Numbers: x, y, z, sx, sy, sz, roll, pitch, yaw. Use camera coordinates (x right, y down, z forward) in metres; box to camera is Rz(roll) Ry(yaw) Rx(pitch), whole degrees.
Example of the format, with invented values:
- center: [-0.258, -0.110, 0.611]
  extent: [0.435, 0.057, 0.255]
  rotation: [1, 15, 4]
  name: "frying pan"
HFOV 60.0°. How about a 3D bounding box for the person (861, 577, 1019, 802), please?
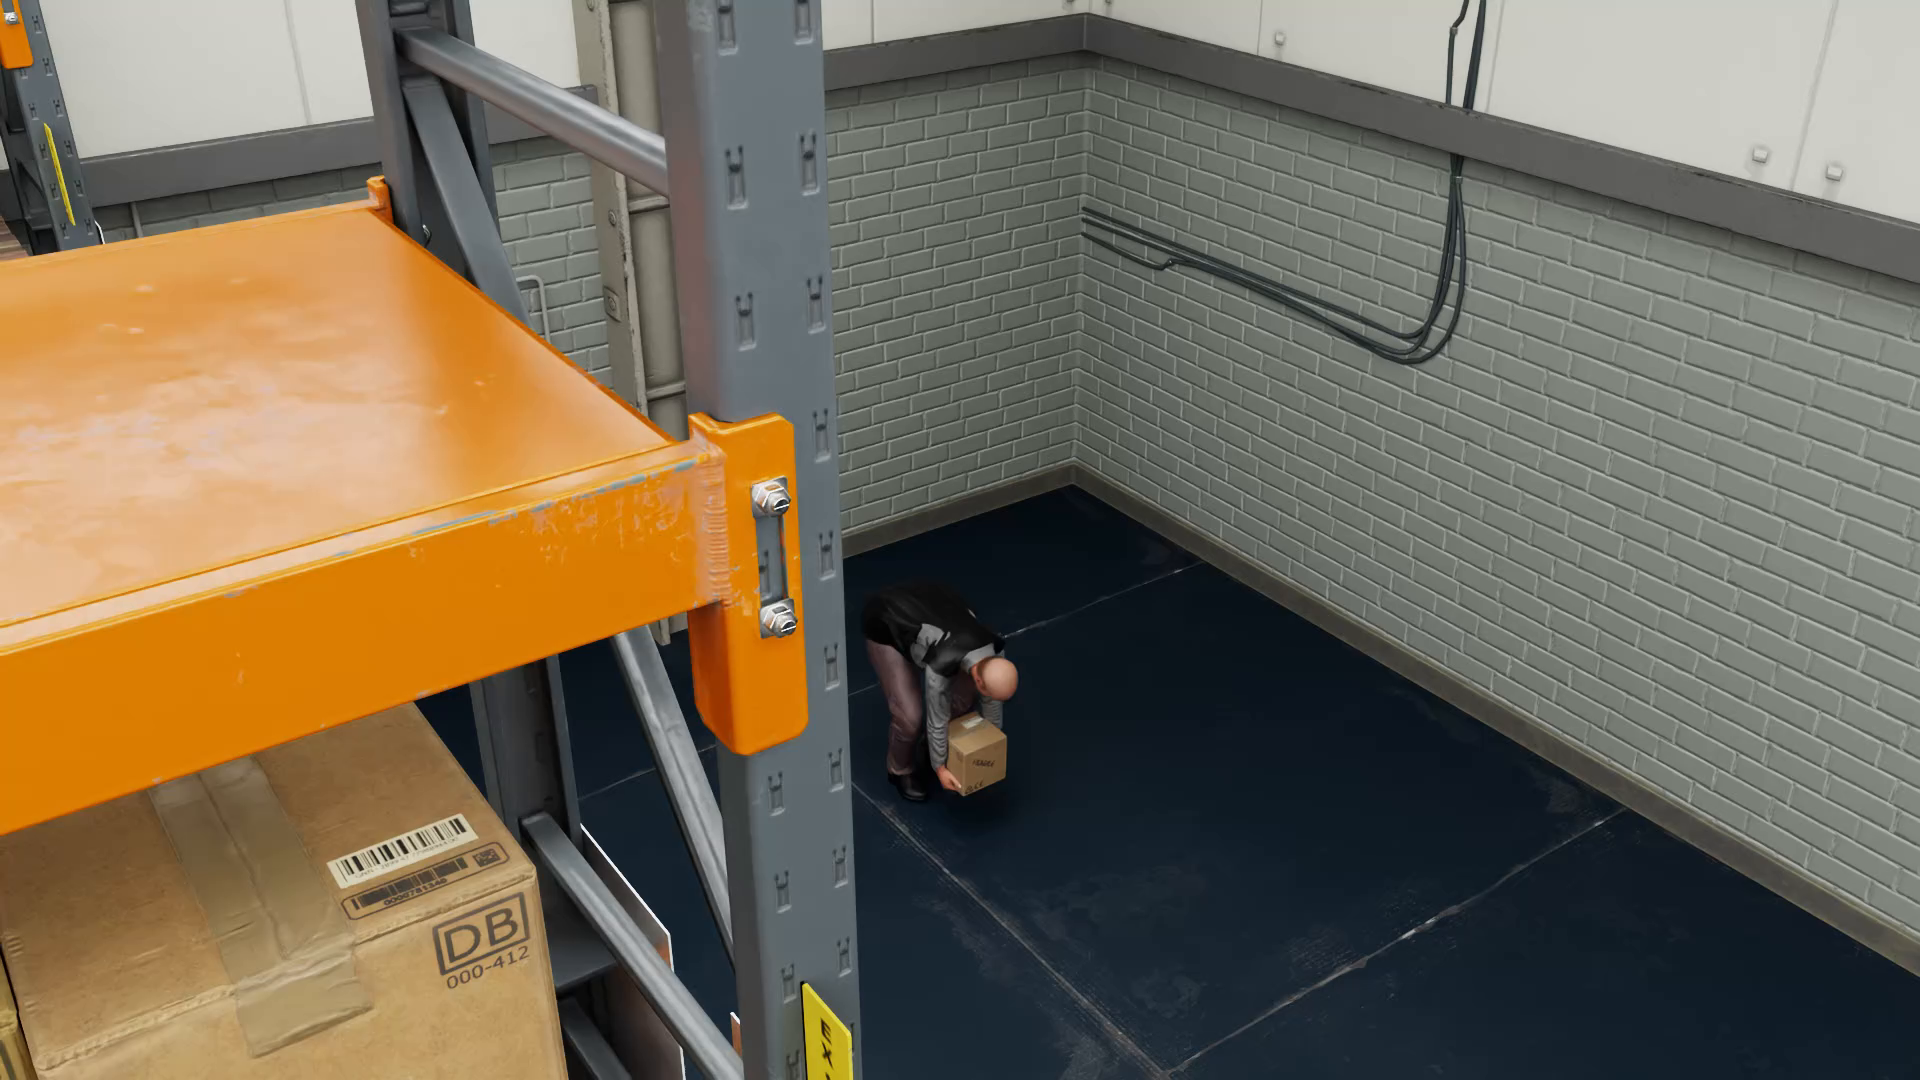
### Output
- center: [-0.069, 0.766, 7.898]
  extent: [0.464, 1.088, 0.960]
  rotation: [-20, 34, -33]
  name: "person"
